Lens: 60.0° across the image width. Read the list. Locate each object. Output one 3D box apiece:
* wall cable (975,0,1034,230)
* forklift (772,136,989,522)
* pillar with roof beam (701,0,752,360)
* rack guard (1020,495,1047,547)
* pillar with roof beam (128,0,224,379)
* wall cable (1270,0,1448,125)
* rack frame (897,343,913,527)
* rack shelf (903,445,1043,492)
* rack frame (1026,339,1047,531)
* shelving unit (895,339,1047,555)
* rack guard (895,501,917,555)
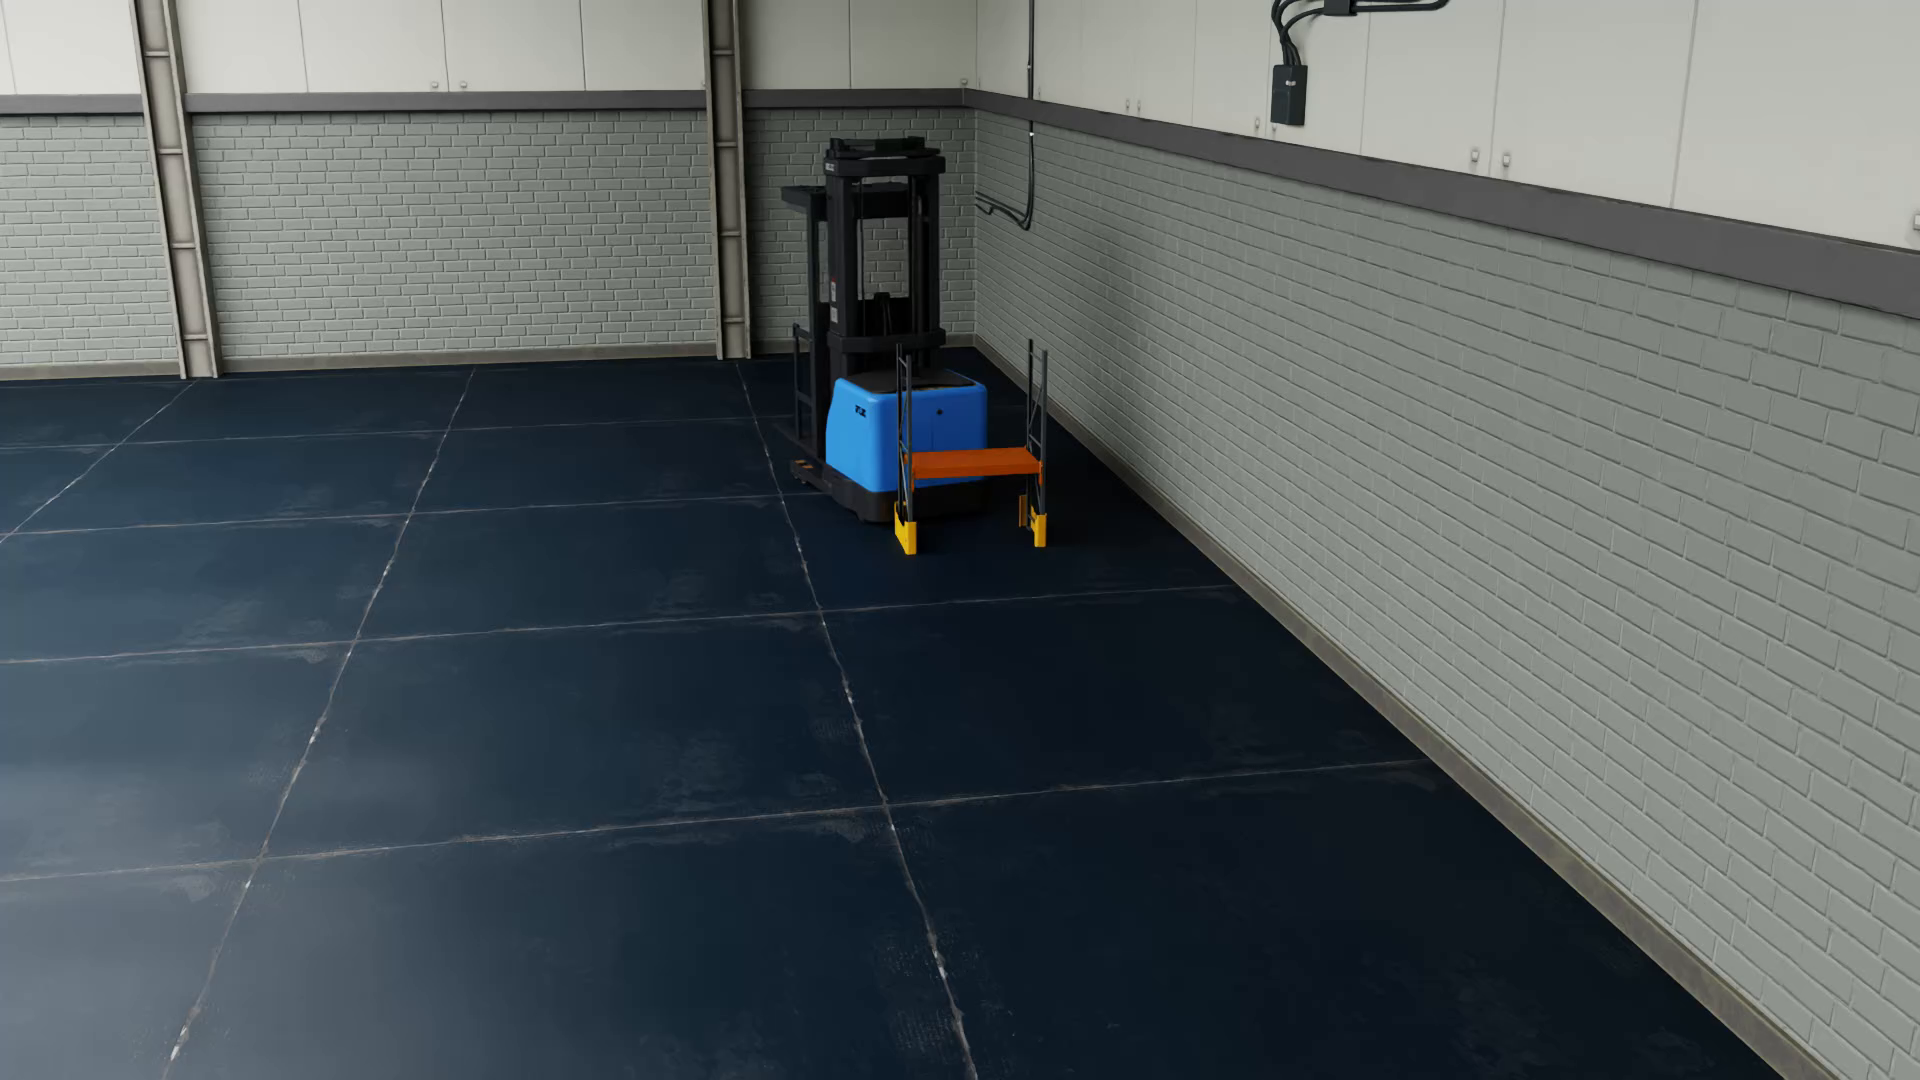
[{"bbox_3d":[0.428,-4.805,18.416,0.112,2.526,3.097,-3,17,-10],"label":"wall cable"},{"bbox_3d":[-0.835,-1.930,14.103,1.130,2.935,3.031,-8,19,-23],"label":"forklift"},{"bbox_3d":[-1.899,-5.265,14.627,0.400,9.000,9.100,-3,17,-10],"label":"pillar with roof beam"},{"bbox_3d":[0.564,-0.151,12.879,0.087,0.250,0.587,-3,17,-10],"label":"rack guard"},{"bbox_3d":[-7.790,-4.931,13.539,0.400,9.000,9.100,-3,17,-10],"label":"pillar with roof beam"},{"bbox_3d":[2.213,-5.177,8.548,0.169,6.003,2.305,-3,17,-10],"label":"wall cable"},{"bbox_3d":[-0.415,-0.693,12.515,0.032,1.500,0.500,-3,17,-10],"label":"rack frame"},{"bbox_3d":[0.084,-0.550,12.660,1.000,0.185,0.538,-3,17,-10],"label":"rack shelf"},{"bbox_3d":[0.583,-0.750,12.699,0.032,1.500,0.500,-3,17,-10],"label":"rack frame"},{"bbox_3d":[0.075,-0.721,12.605,1.083,1.500,0.587,-3,17,-10],"label":"shelving unit"},{"bbox_3d":[-0.414,-0.096,12.699,0.087,0.250,0.587,-3,17,-10],"label":"rack guard"}]
